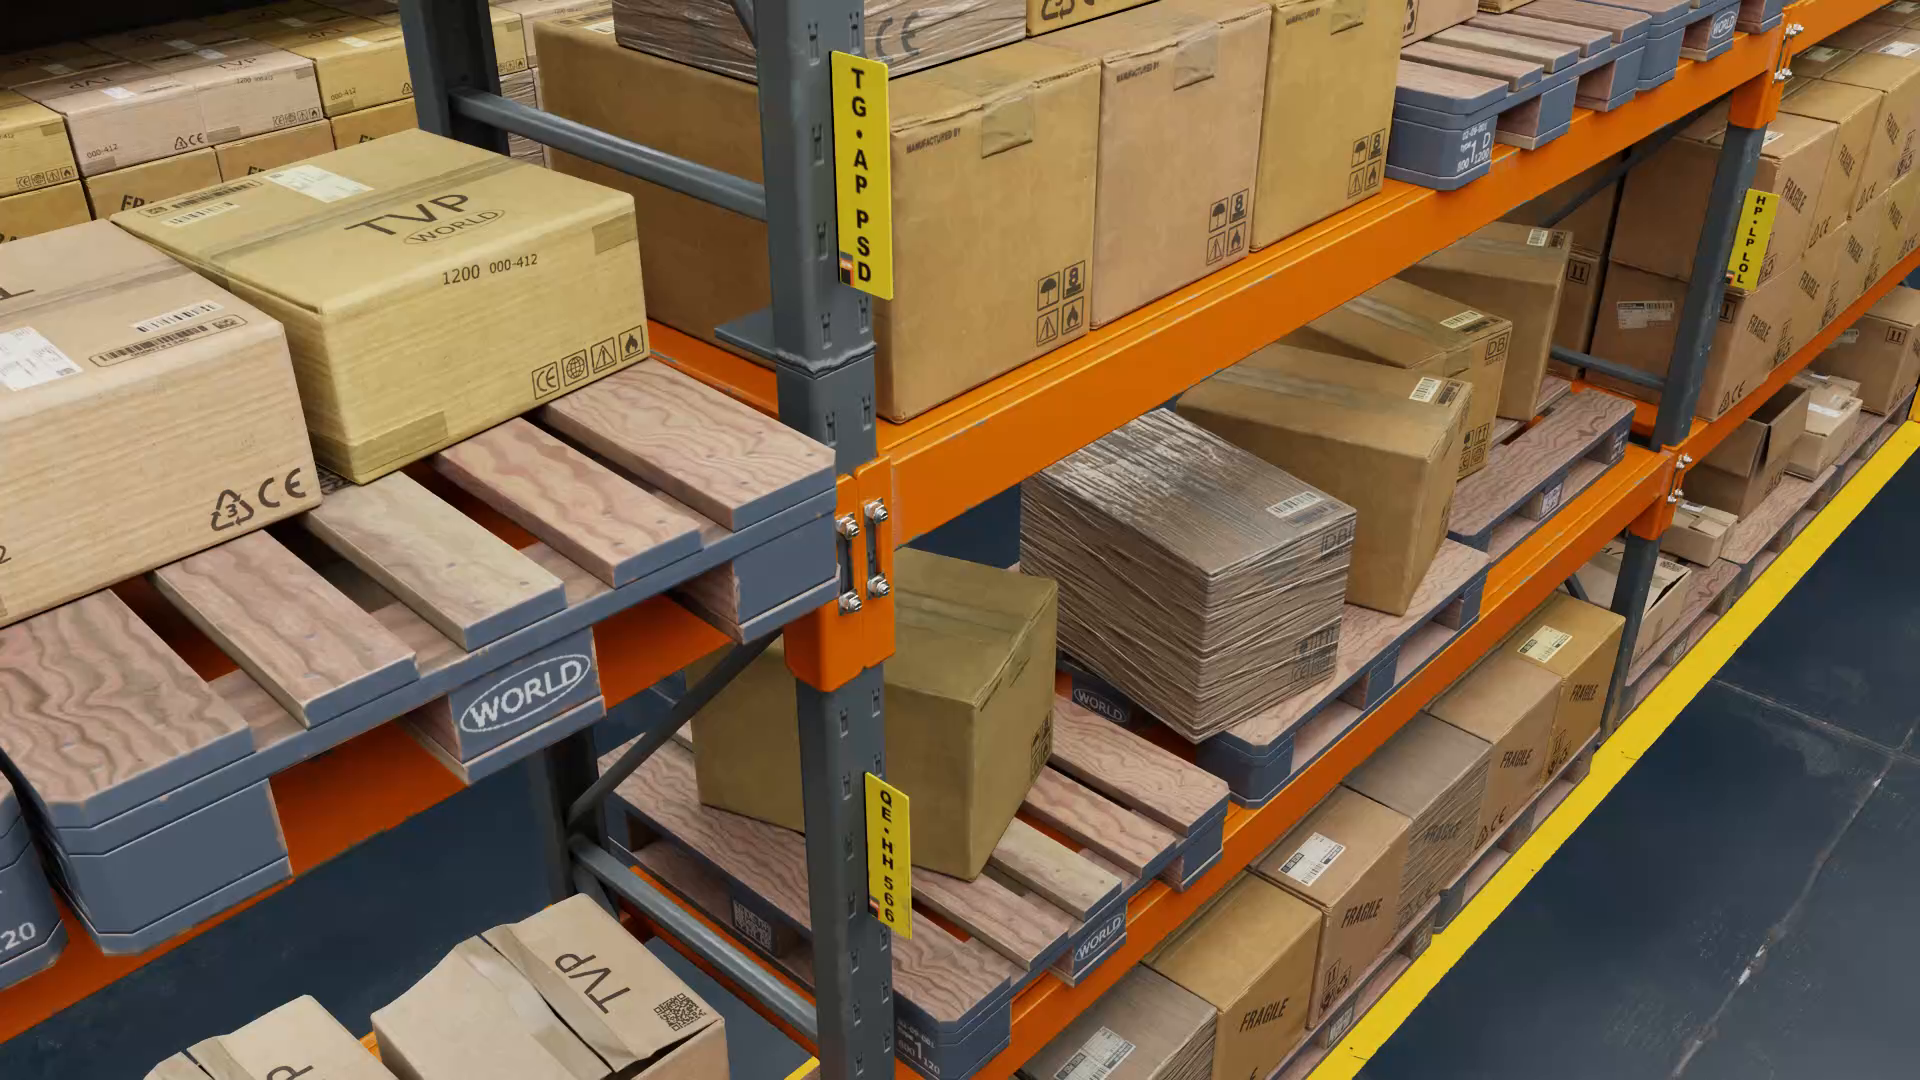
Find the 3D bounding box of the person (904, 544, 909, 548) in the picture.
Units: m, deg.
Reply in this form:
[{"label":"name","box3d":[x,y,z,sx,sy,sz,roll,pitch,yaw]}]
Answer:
[{"label":"person","box3d":[-0.631,-0.070,7.139,0.864,0.854,0.552,25,39,35]}]
